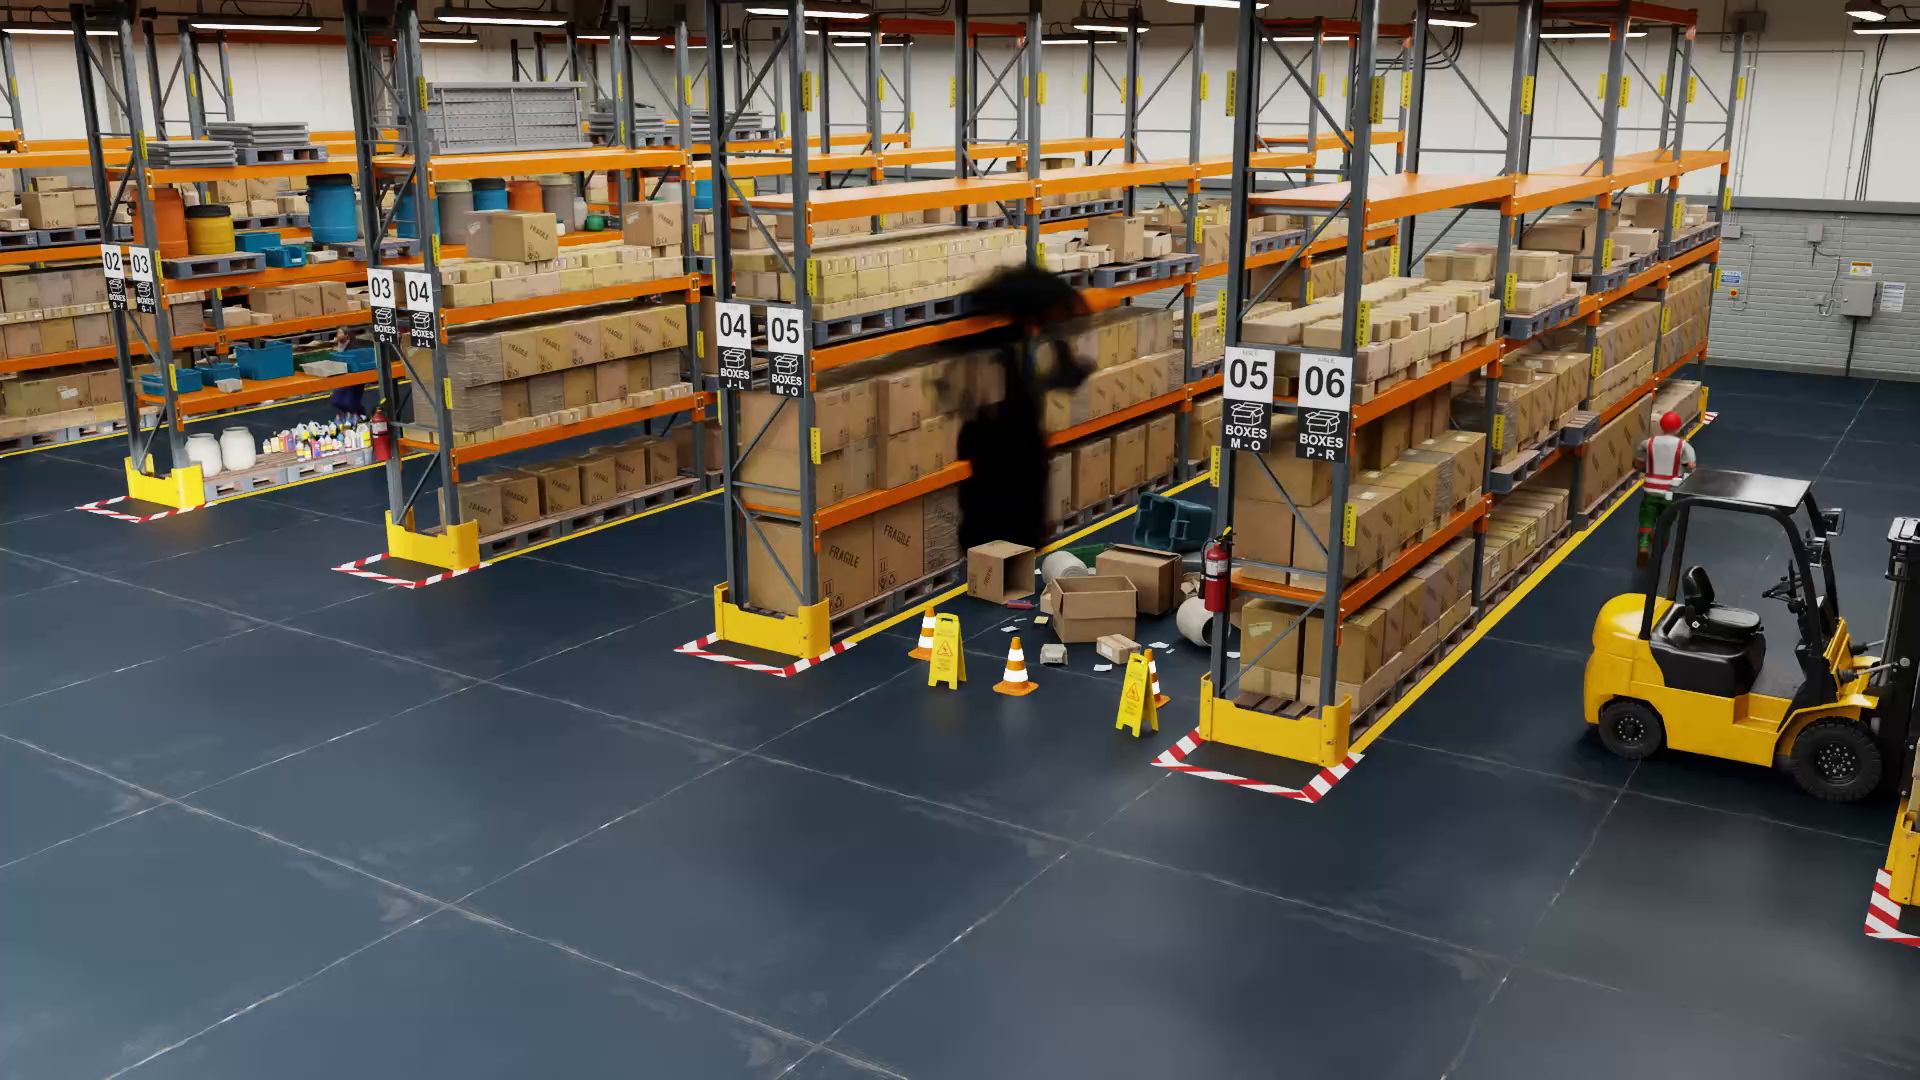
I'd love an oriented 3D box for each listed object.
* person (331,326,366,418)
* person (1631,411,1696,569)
[{"bbox_3d":[-9.108,-2.375,24.737,0.587,1.613,0.583,10,18,31],"label":"person"},{"bbox_3d":[7.461,-0.496,17.695,0.660,1.763,0.840,9,18,28],"label":"person"}]
